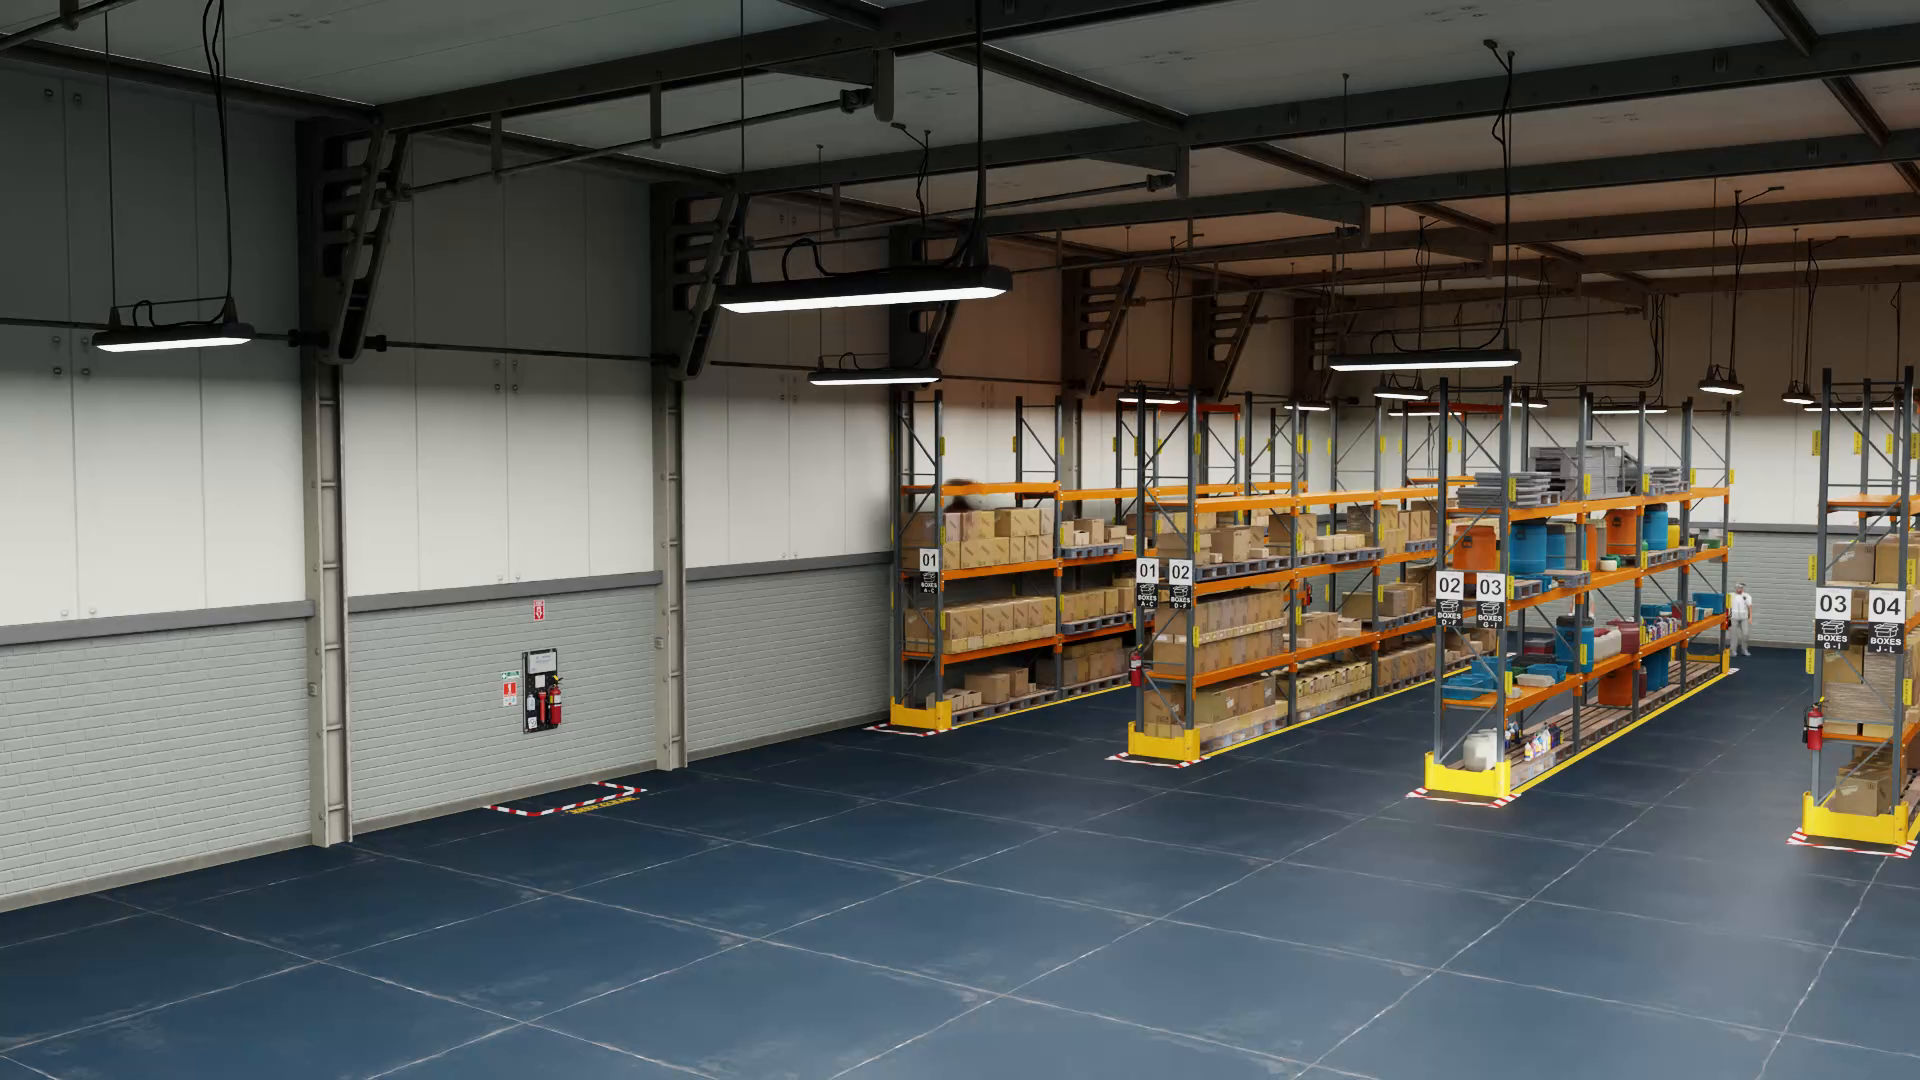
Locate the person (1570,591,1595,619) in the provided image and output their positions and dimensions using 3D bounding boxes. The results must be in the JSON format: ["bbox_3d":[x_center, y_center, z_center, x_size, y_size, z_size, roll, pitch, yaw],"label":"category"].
[{"bbox_3d":[15.080,1.839,40.311,0.563,1.793,0.470,1,3,14],"label":"person"}]

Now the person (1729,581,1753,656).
[{"bbox_3d":[18.669,1.885,39.827,0.557,1.786,0.406,1,3,18],"label":"person"}]
